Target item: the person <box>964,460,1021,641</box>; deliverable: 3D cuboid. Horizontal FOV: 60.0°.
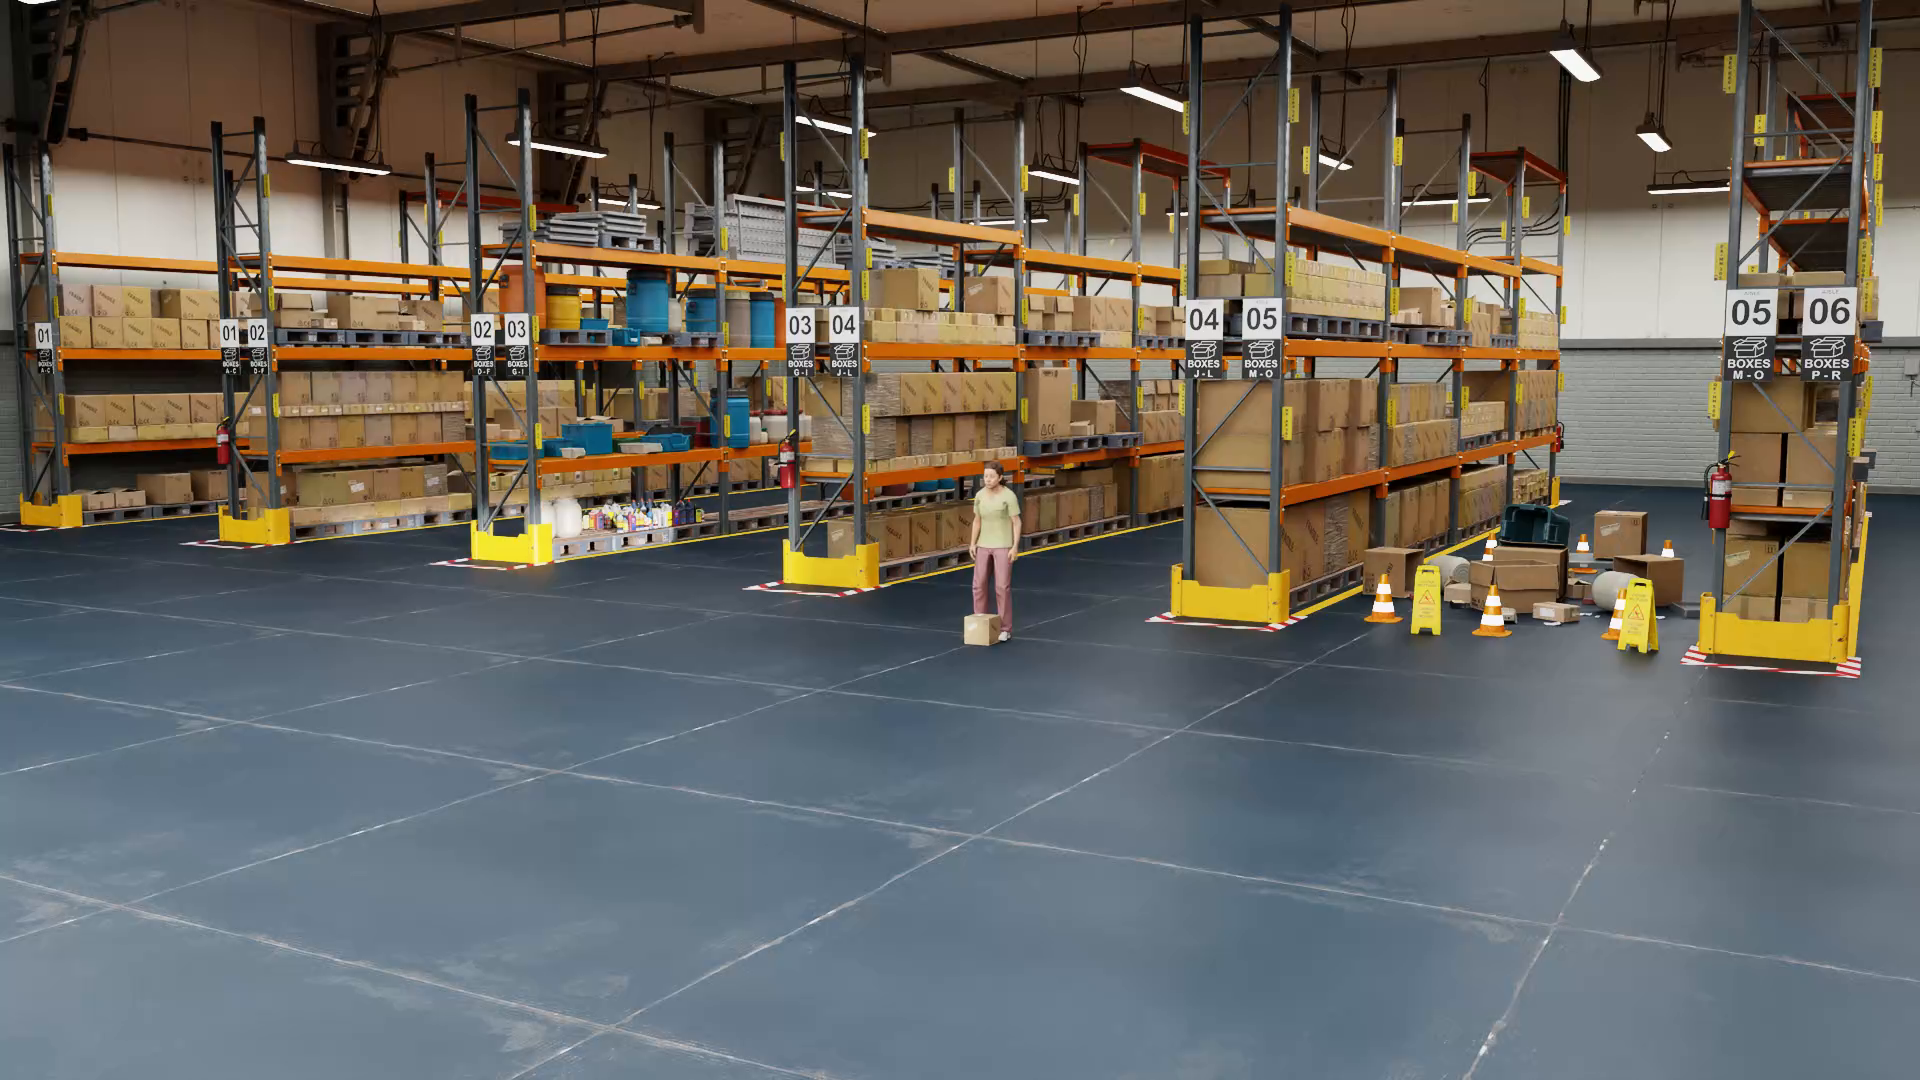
[{"bbox_3d":[0.317,0.092,15.458,0.499,1.673,0.357,3,7,29],"label":"person"}]
